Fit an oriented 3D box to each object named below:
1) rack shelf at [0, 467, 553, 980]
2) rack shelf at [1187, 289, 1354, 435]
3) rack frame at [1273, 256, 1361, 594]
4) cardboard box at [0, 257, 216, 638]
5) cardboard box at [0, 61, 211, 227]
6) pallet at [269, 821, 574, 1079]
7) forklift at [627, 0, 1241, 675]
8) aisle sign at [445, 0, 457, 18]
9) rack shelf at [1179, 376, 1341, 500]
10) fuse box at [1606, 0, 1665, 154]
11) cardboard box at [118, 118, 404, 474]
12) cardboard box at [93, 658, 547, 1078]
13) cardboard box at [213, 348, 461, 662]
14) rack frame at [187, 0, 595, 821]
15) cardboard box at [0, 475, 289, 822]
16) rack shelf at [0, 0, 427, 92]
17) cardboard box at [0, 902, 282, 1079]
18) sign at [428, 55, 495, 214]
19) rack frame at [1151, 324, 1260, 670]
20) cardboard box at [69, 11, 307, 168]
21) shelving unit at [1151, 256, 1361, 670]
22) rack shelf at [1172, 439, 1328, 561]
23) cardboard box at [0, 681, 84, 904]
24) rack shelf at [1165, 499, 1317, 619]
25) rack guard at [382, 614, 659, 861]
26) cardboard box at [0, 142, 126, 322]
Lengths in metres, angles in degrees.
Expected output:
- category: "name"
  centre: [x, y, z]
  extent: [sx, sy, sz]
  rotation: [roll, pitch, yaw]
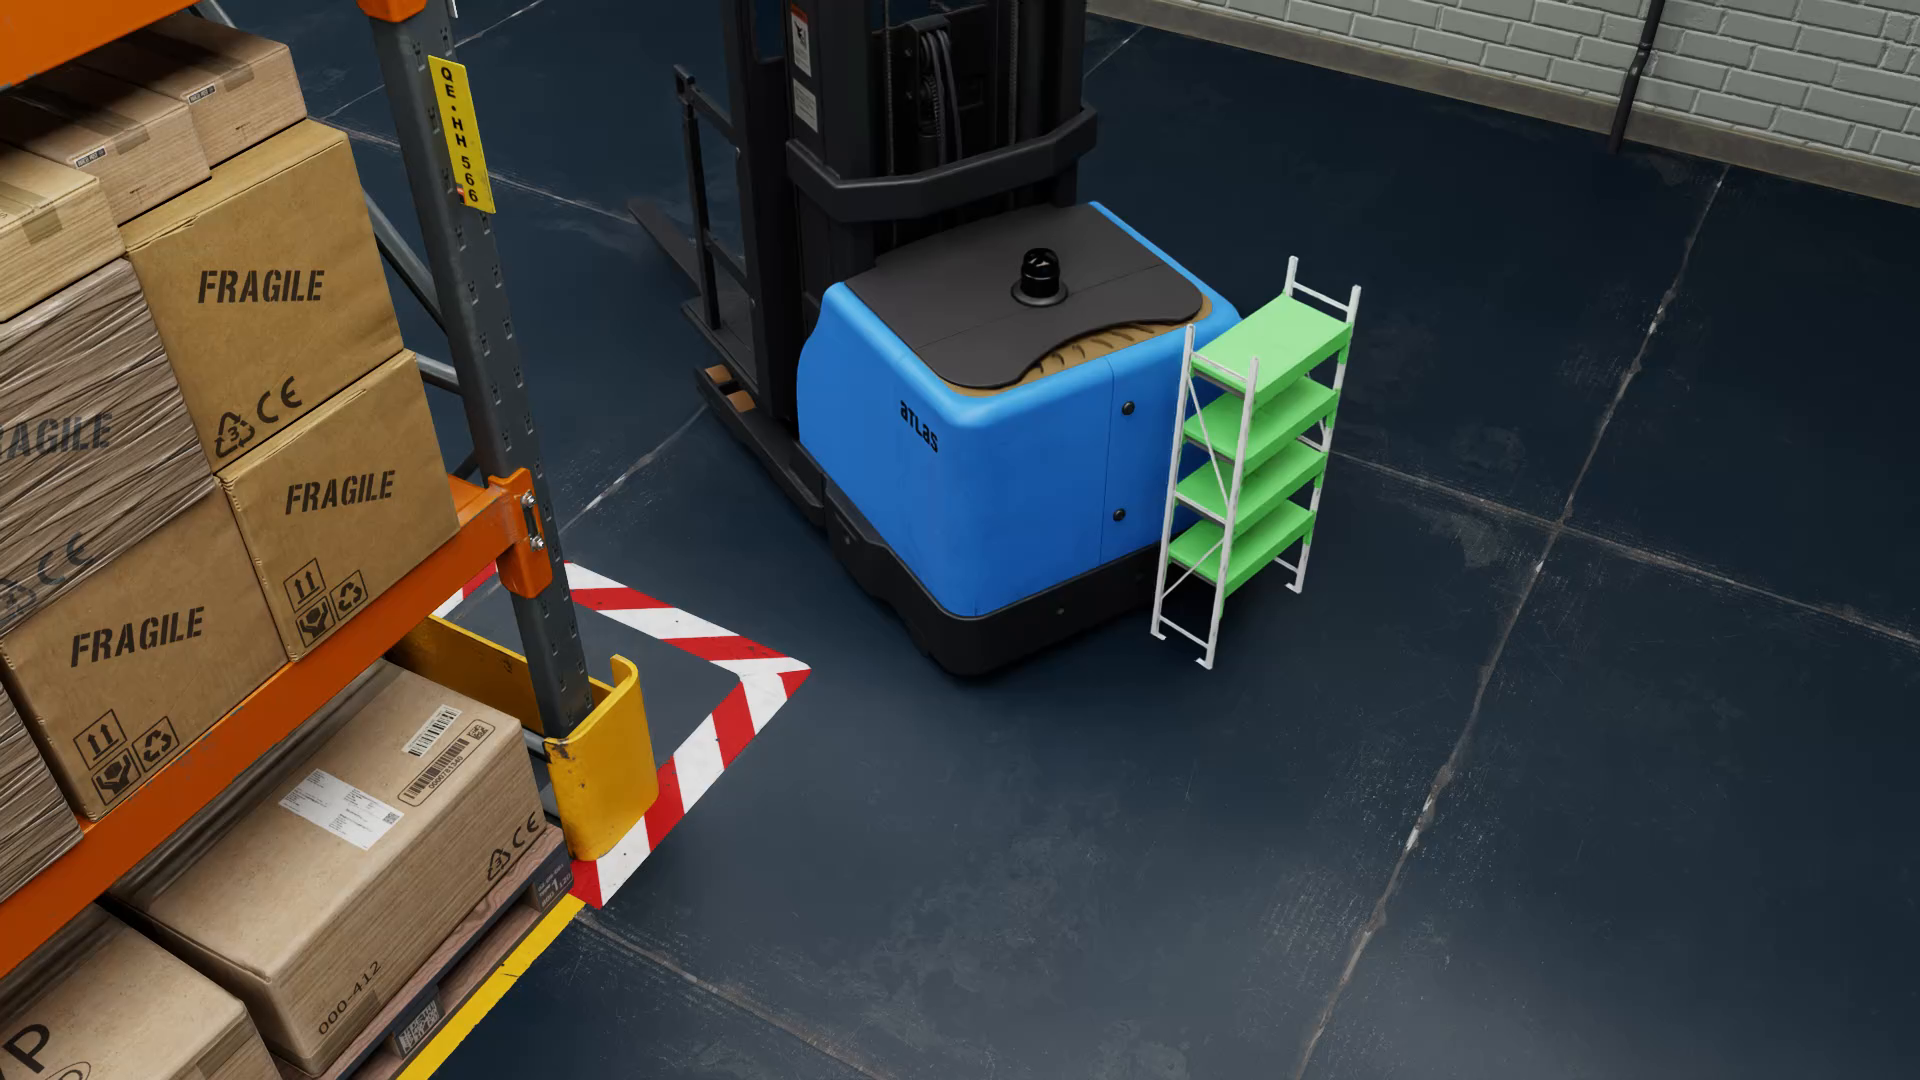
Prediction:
- category: "rack shelf"
  centre: [-2.468, 0.938, 2.959]
  extent: [1.077, 0.370, 4.000]
  rotation: [21, 45, 22]
- category: "rack shelf"
  centre: [0.886, -0.520, 4.801]
  extent: [0.258, 0.148, 0.480]
  rotation: [33, 51, 31]
- category: "rack frame"
  centre: [1.052, -0.326, 5.211]
  extent: [0.240, 1.200, 0.015]
  rotation: [33, 51, 31]
- category: "cardboard box"
  centre: [-1.738, -0.226, 2.904]
  extent: [0.500, 0.500, 0.500]
  rotation: [21, 46, 22]
- category: "cardboard box"
  centre: [-1.579, -0.708, 2.961]
  extent: [0.380, 0.149, 0.250]
  rotation: [22, 46, 23]
- category: "pallet"
  centre: [-1.799, 1.054, 4.394]
  extent: [1.003, 0.211, 1.213]
  rotation: [21, 45, 22]
- category: "forklift"
  centre: [-0.343, -1.634, 5.387]
  extent: [1.130, 2.935, 3.031]
  rotation: [-22, 46, -23]
- category: "aisle sign"
  centre: [-1.162, -1.390, 3.092]
  extent: [0.394, 0.787, 0.004]
  rotation: [21, 45, 22]
- category: "rack shelf"
  centre: [0.885, -0.341, 4.961]
  extent: [0.258, 0.148, 0.480]
  rotation: [33, 51, 31]
- category: "fuse box"
  centre: [3.080, -2.449, 7.236]
  extent: [0.539, 1.711, 0.414]
  rotation: [21, 45, 22]
- category: "cardboard box"
  centre: [-1.502, -0.534, 3.255]
  extent: [0.500, 0.500, 0.500]
  rotation: [22, 46, 23]
- category: "cardboard box"
  centre: [-1.710, 0.739, 4.263]
  extent: [0.875, 0.438, 0.875]
  rotation: [19, 45, 21]
- category: "cardboard box"
  centre: [-1.479, -0.150, 3.575]
  extent: [0.500, 0.500, 0.500]
  rotation: [21, 46, 22]
- category: "rack frame"
  centre: [-1.467, -0.476, 4.021]
  extent: [1.000, 3.000, 0.127]
  rotation: [21, 45, 22]
- category: "cardboard box"
  centre: [-1.743, 0.132, 3.255]
  extent: [0.500, 0.500, 0.500]
  rotation: [20, 45, 21]
- category: "rack shelf"
  centre: [-2.468, -0.187, 1.968]
  extent: [1.077, 0.370, 4.000]
  rotation: [21, 45, 22]
- category: "cardboard box"
  centre: [-2.161, 1.265, 3.665]
  extent: [0.875, 0.438, 0.875]
  rotation: [22, 46, 23]
- category: "sign"
  centre: [-1.004, -0.812, 3.347]
  extent: [0.100, 0.325, 0.005]
  rotation: [21, 45, 22]
- category: "rack frame"
  centre: [0.715, -0.093, 4.946]
  extent: [0.240, 1.200, 0.015]
  rotation: [33, 51, 31]
- category: "cardboard box"
  centre: [-1.473, -0.861, 3.135]
  extent: [0.380, 0.149, 0.250]
  rotation: [22, 46, 23]
- category: "shelving unit"
  centre: [0.884, -0.210, 5.078]
  extent: [0.258, 1.200, 0.503]
  rotation: [33, 51, 31]
- category: "rack shelf"
  centre: [0.883, -0.162, 5.121]
  extent: [0.258, 0.148, 0.480]
  rotation: [33, 51, 31]
- category: "cardboard box"
  centre: [-1.992, 0.430, 2.917]
  extent: [0.500, 0.500, 0.500]
  rotation: [22, 46, 23]
- category: "rack shelf"
  centre: [0.882, 0.017, 5.281]
  extent: [0.258, 0.148, 0.480]
  rotation: [33, 51, 31]
- category: "rack guard"
  centre: [-1.455, 0.448, 4.863]
  extent: [1.175, 0.500, 0.348]
  rotation: [21, 45, 22]
- category: "cardboard box"
  centre: [-1.635, -0.532, 2.761]
  extent: [0.380, 0.149, 0.250]
  rotation: [20, 45, 22]
